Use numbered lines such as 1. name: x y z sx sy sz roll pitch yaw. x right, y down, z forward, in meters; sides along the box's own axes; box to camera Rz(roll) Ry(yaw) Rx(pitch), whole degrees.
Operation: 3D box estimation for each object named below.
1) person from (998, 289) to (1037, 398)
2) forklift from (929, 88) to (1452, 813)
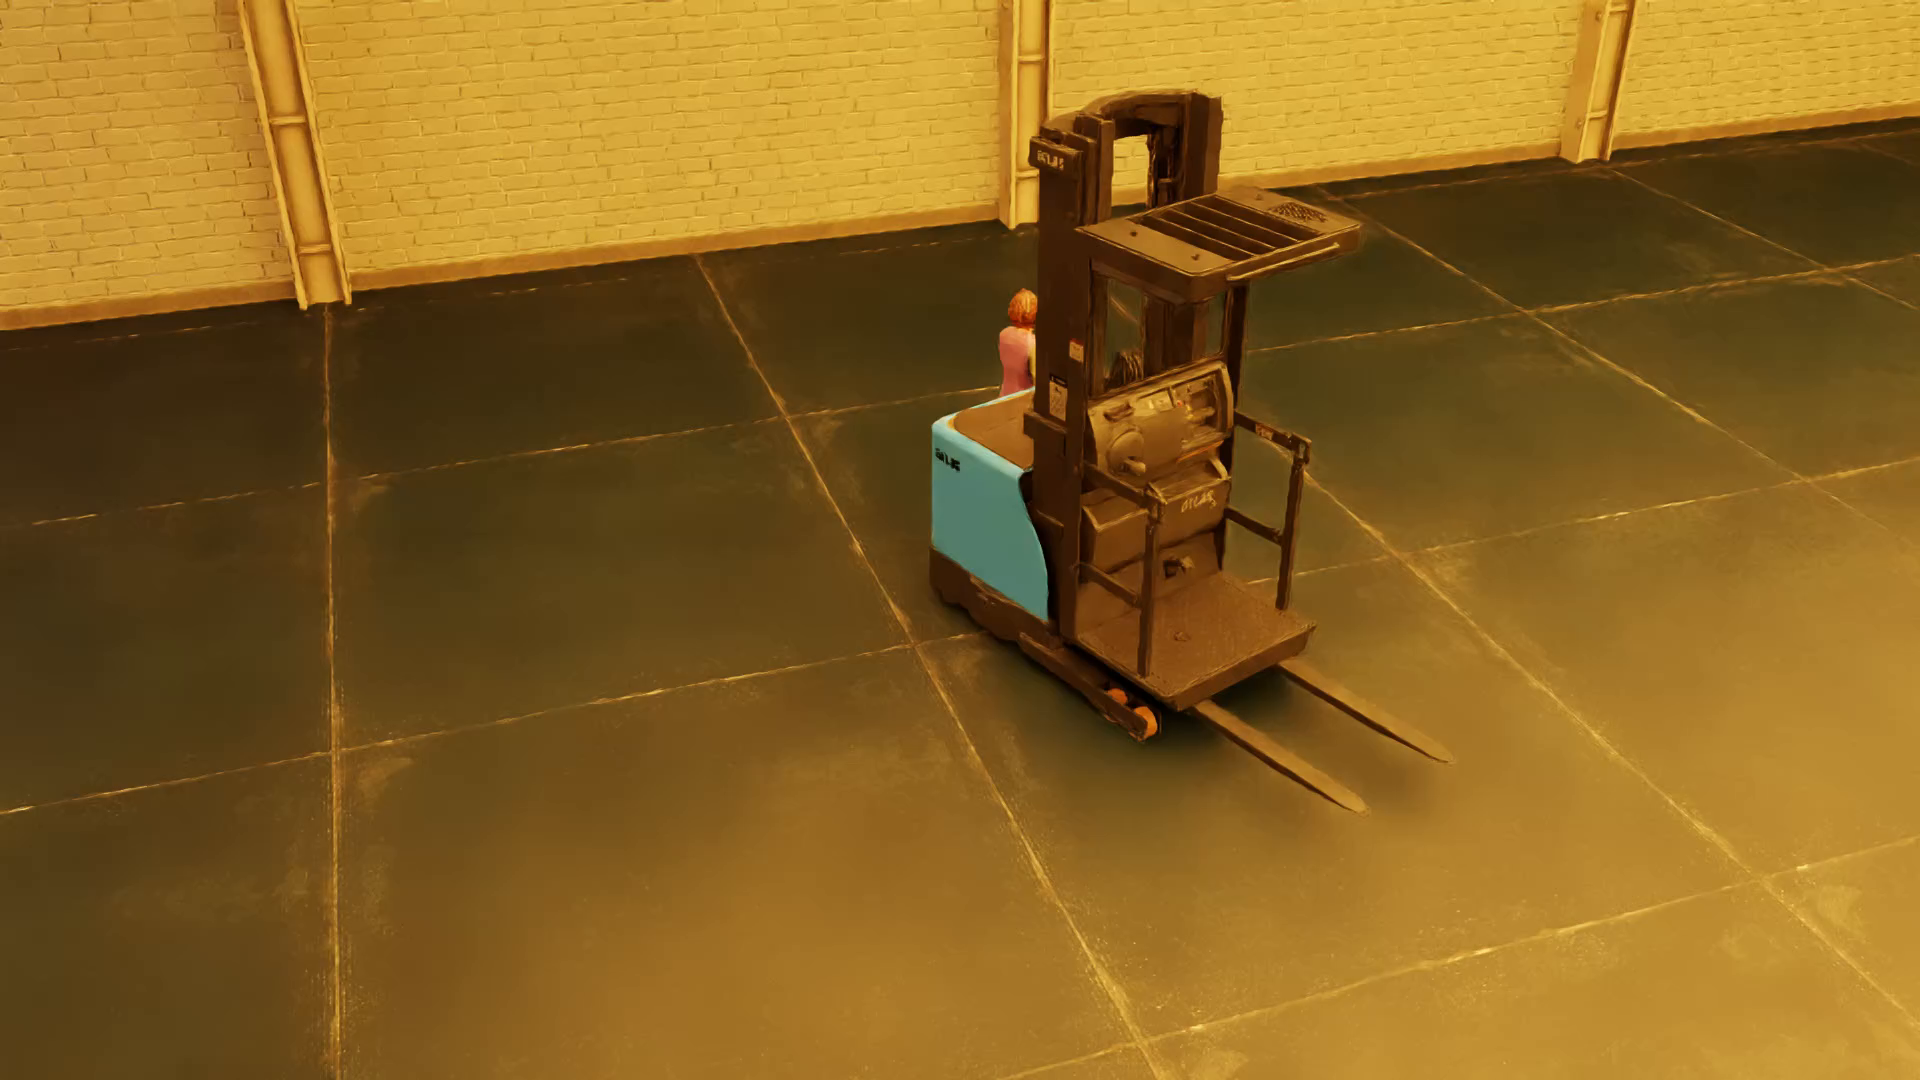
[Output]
1. person: 0.457 -0.729 9.762 0.777 1.530 0.553 -21 36 -32
2. forklift: 1.127 -0.554 8.050 1.130 2.935 3.031 -21 36 -32
